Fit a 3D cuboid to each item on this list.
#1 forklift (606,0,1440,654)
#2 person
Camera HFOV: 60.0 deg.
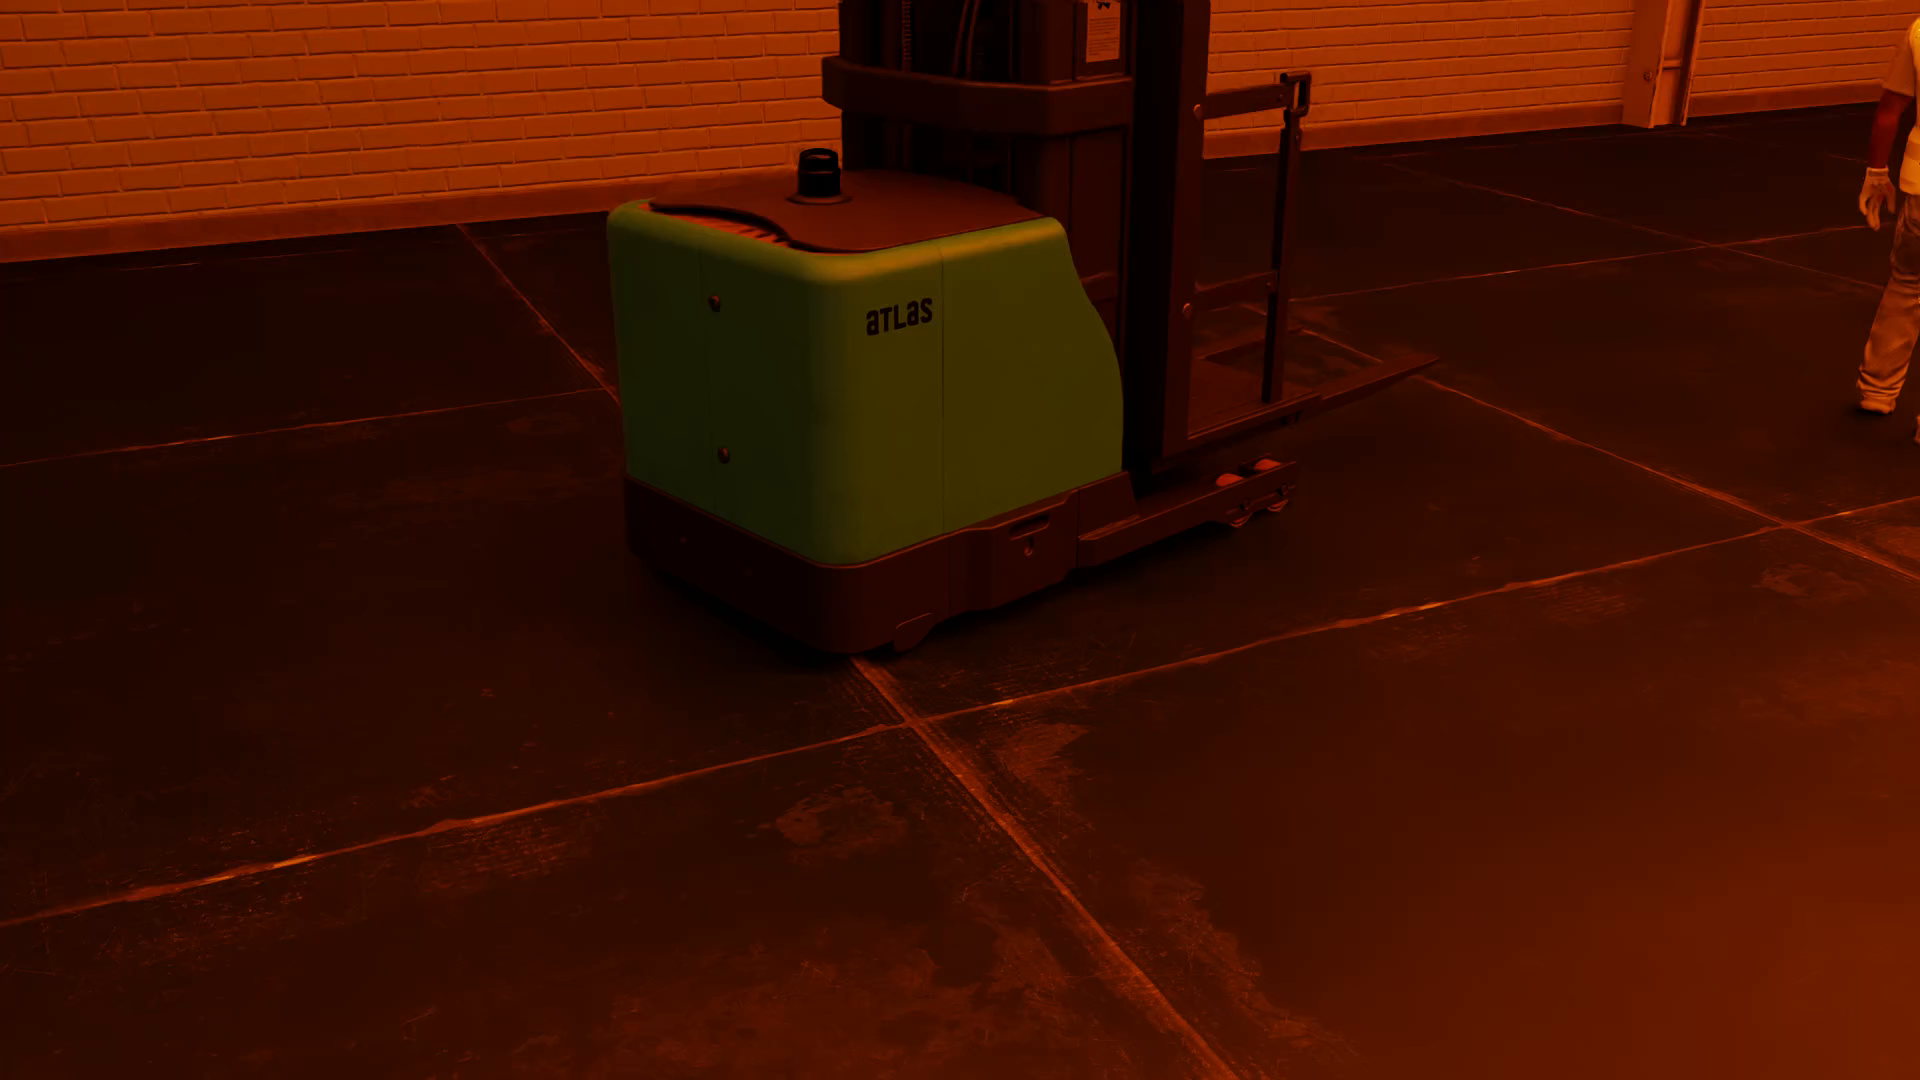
[{"bbox_3d":[0.445,-1.523,4.953,3.031,2.935,1.130,-20,30,-39],"label":"forklift"},{"bbox_3d":[3.527,-1.210,5.776,0.523,1.816,0.645,-17,28,-35],"label":"person"}]
